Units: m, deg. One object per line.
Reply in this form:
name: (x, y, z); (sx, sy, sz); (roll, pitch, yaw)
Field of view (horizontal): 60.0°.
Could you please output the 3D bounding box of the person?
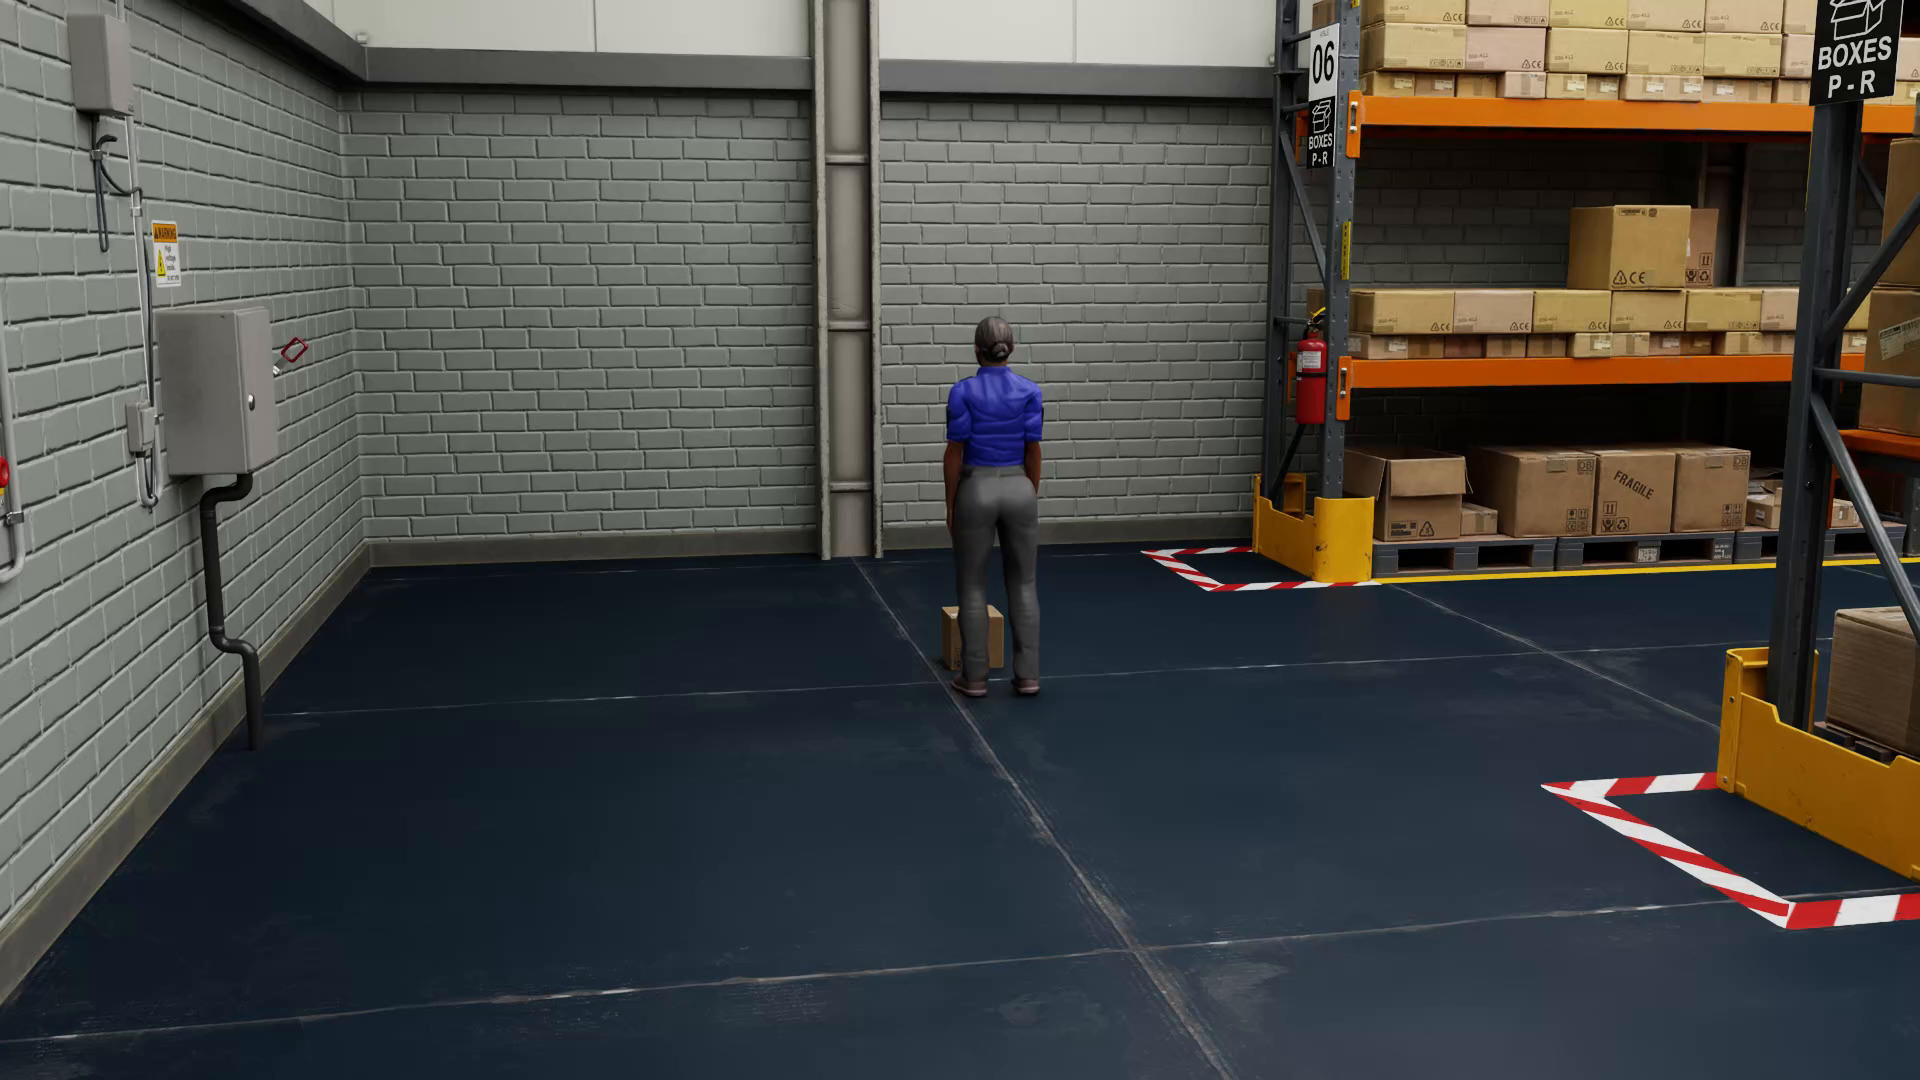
person: (0.140, -0.141, 7.267); (0.436, 1.664, 0.300); (-2, 10, -10)
